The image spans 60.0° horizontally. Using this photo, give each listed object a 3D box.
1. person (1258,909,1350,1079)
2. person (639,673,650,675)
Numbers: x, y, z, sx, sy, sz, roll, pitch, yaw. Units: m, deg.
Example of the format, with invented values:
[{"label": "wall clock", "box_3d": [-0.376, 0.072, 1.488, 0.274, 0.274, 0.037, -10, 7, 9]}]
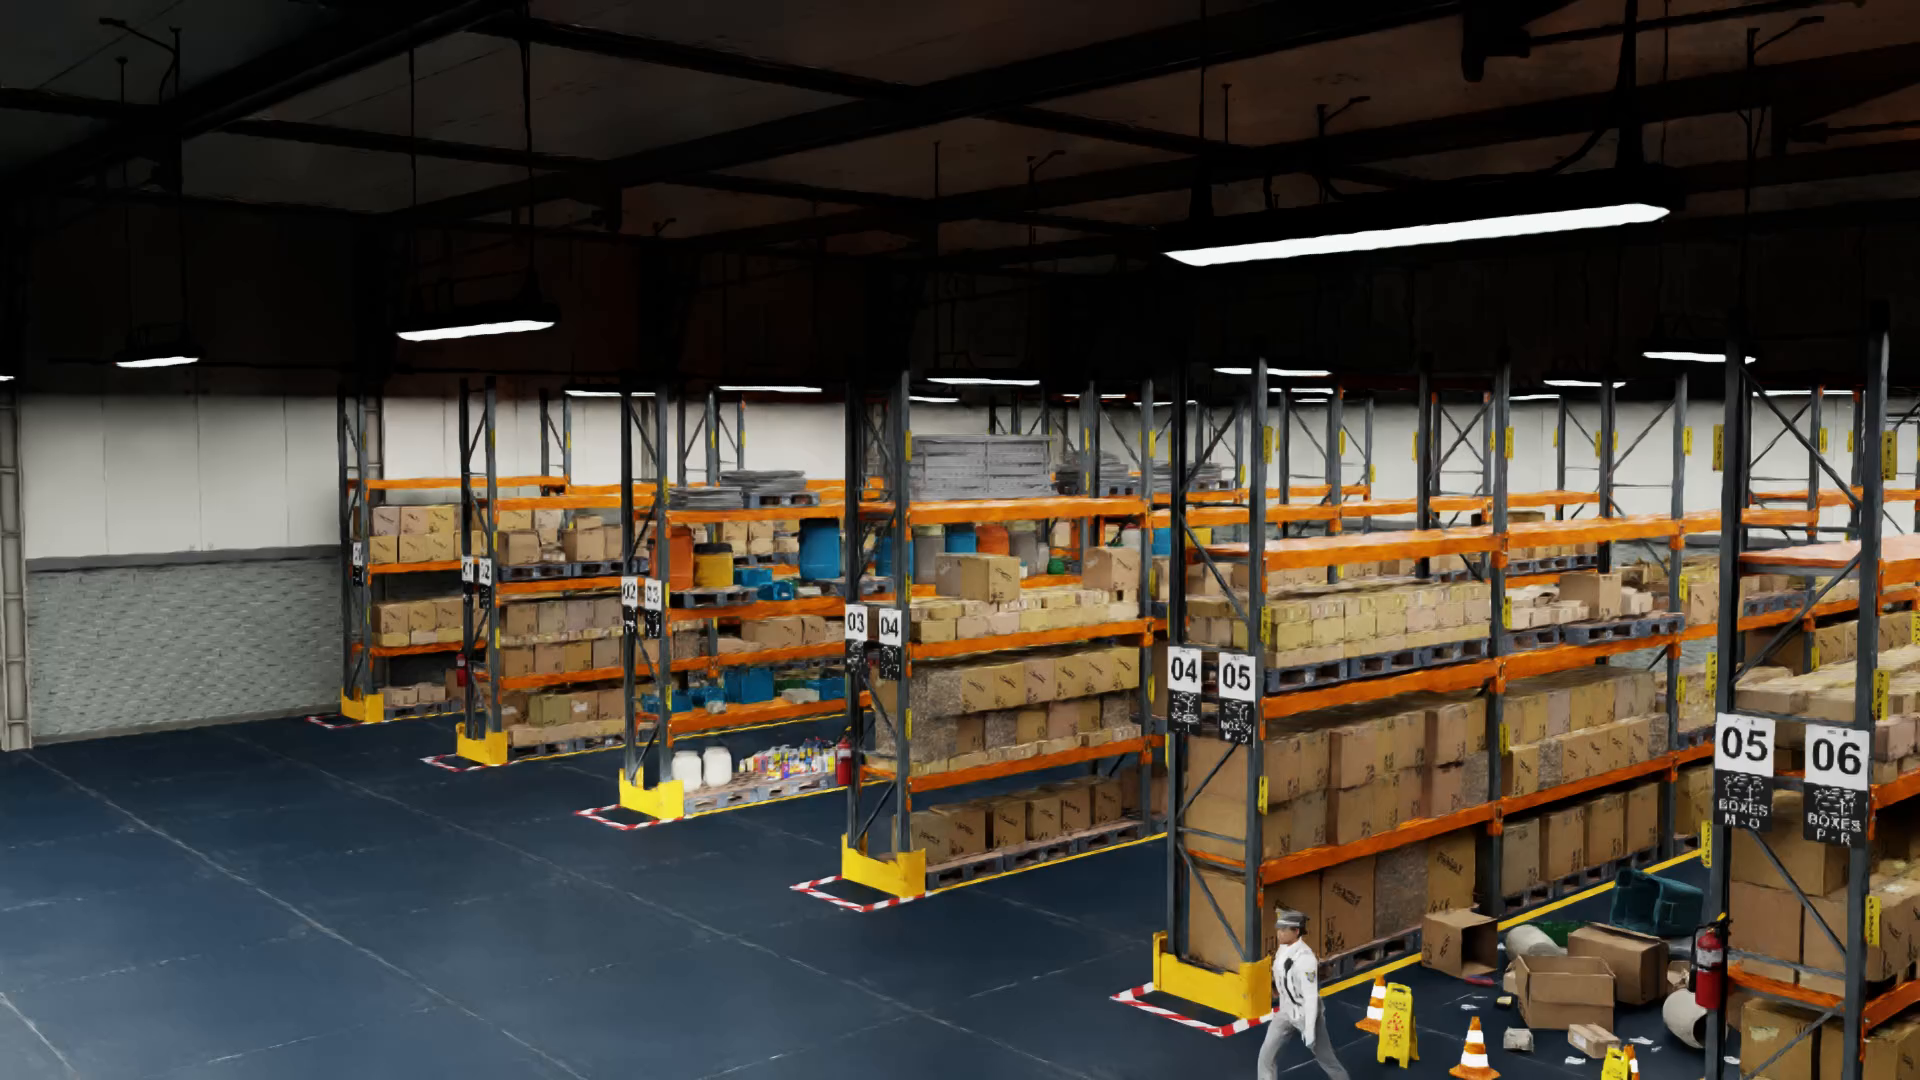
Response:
[{"label": "person", "box_3d": [2.546, 3.539, 12.408, 0.938, 1.619, 0.523, -1, 4, -19]}, {"label": "person", "box_3d": [-5.768, 2.383, 30.111, 0.512, 1.628, 0.639, -4, 5, -44]}]
